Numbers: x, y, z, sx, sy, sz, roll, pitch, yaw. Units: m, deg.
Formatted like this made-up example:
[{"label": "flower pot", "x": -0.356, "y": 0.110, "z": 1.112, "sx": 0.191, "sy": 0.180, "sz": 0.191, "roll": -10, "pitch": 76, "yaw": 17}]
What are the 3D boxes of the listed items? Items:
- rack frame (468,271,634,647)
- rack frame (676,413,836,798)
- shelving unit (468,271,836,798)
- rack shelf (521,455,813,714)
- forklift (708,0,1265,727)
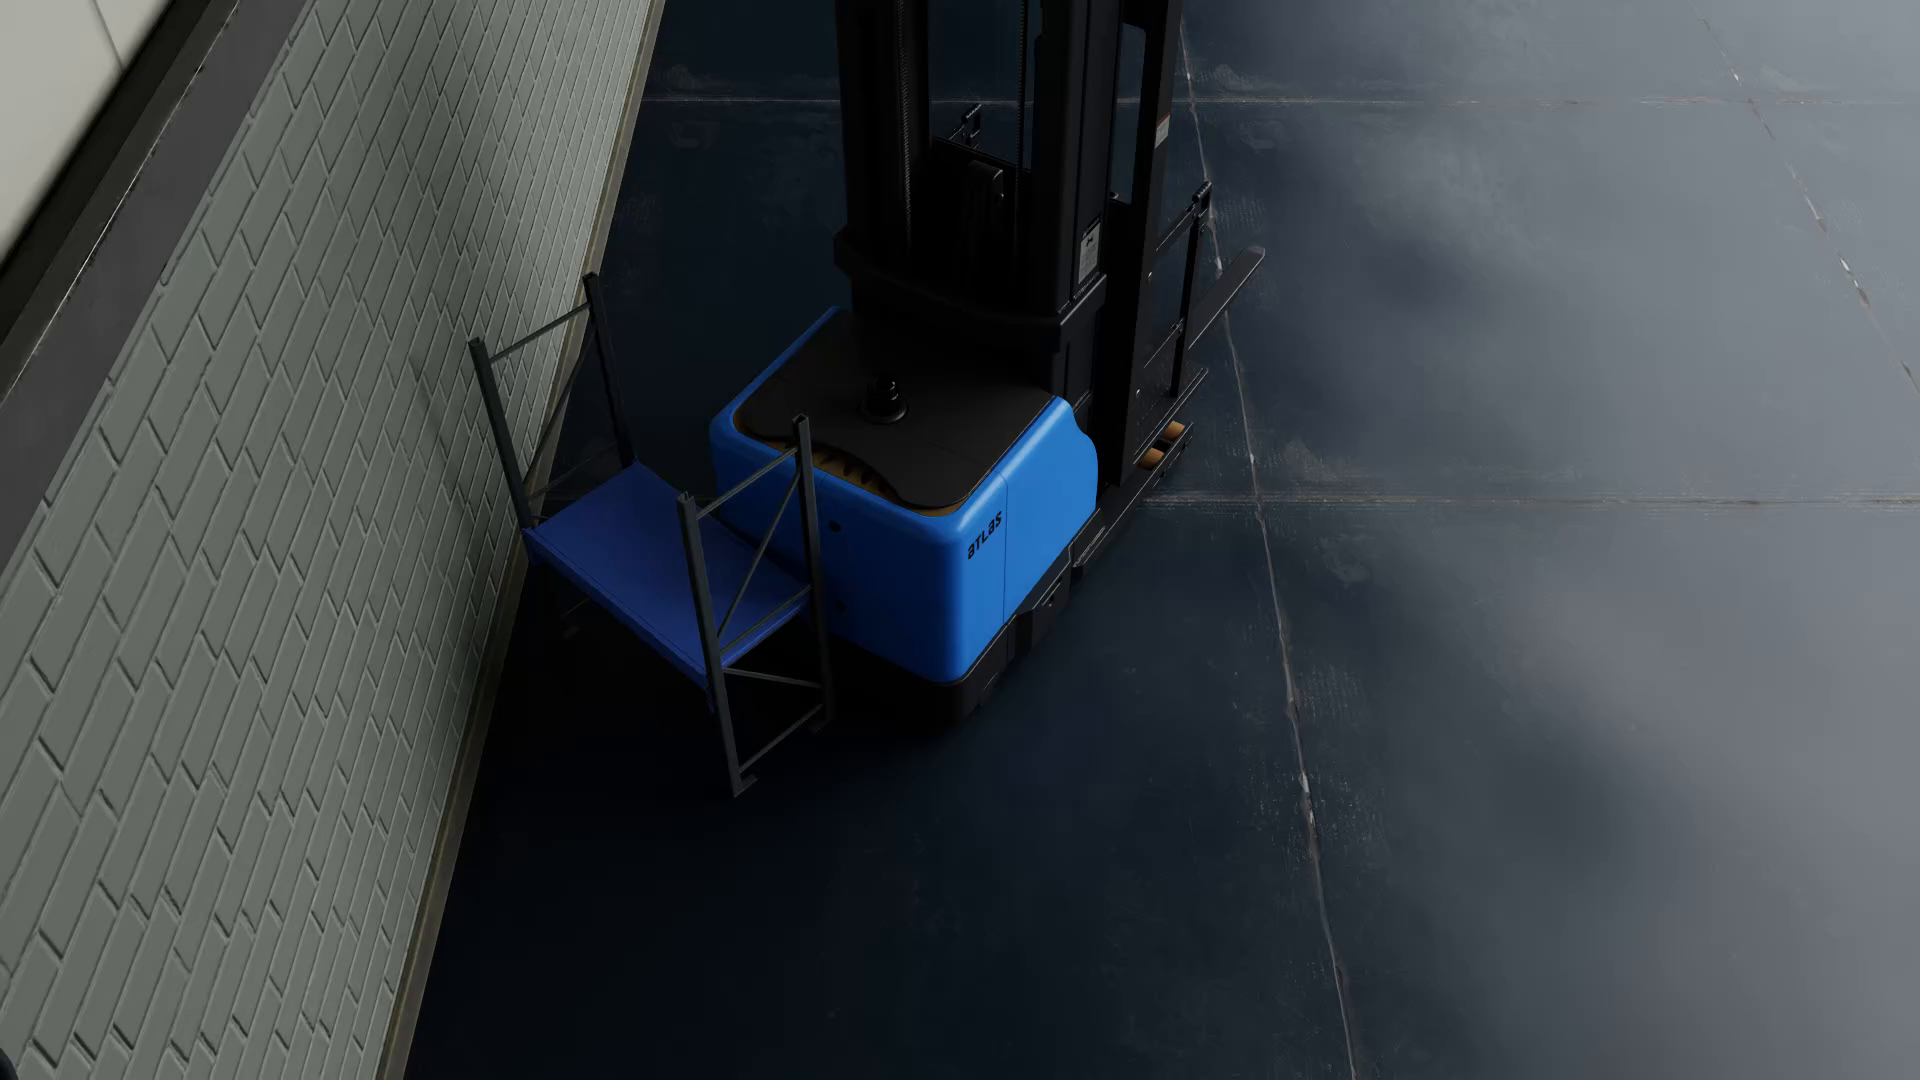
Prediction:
[{"label": "rack frame", "x": -1.384, "y": -0.243, "z": 5.952, "sx": 0.032, "sy": 1.500, "sz": 0.500, "roll": 34, "pitch": 56, "yaw": 28}, {"label": "rack frame", "x": -0.642, "y": 0.265, "z": 5.478, "sx": 0.032, "sy": 1.500, "sz": 0.500, "roll": 34, "pitch": 56, "yaw": 28}, {"label": "shelving unit", "x": -1.013, "y": 0.011, "z": 5.715, "sx": 1.048, "sy": 1.500, "sz": 0.538, "roll": 34, "pitch": 56, "yaw": 28}, {"label": "rack shelf", "x": -1.013, "y": 0.134, "z": 5.847, "sx": 1.000, "sy": 0.185, "sz": 0.538, "roll": 34, "pitch": 56, "yaw": 28}, {"label": "forklift", "x": 0.330, "y": -1.385, "z": 6.037, "sx": 1.130, "sy": 2.935, "sz": 3.031, "roll": 25, "pitch": 52, "yaw": 21}]
